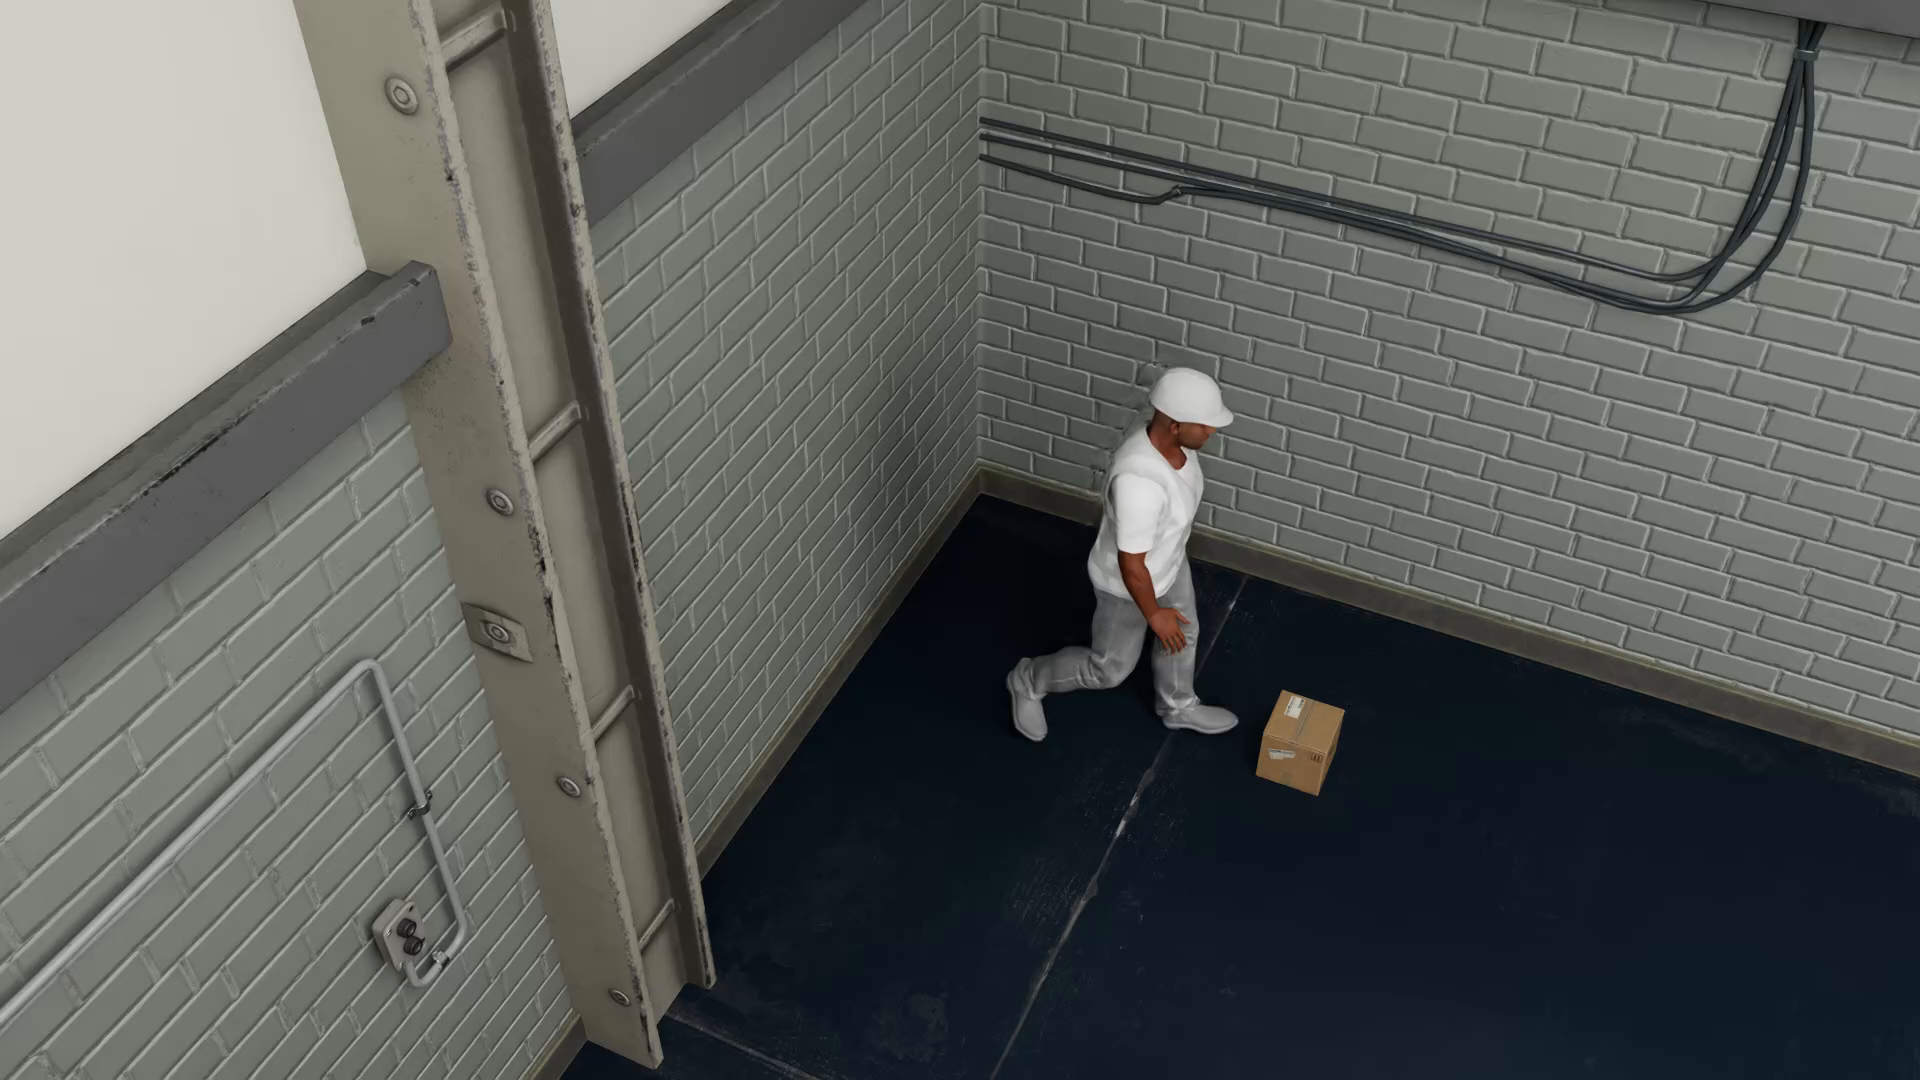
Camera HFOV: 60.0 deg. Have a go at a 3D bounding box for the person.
[{"bbox_3d":[0.632,0.096,6.079,0.890,1.750,0.582,17,45,18],"label":"person"}]
